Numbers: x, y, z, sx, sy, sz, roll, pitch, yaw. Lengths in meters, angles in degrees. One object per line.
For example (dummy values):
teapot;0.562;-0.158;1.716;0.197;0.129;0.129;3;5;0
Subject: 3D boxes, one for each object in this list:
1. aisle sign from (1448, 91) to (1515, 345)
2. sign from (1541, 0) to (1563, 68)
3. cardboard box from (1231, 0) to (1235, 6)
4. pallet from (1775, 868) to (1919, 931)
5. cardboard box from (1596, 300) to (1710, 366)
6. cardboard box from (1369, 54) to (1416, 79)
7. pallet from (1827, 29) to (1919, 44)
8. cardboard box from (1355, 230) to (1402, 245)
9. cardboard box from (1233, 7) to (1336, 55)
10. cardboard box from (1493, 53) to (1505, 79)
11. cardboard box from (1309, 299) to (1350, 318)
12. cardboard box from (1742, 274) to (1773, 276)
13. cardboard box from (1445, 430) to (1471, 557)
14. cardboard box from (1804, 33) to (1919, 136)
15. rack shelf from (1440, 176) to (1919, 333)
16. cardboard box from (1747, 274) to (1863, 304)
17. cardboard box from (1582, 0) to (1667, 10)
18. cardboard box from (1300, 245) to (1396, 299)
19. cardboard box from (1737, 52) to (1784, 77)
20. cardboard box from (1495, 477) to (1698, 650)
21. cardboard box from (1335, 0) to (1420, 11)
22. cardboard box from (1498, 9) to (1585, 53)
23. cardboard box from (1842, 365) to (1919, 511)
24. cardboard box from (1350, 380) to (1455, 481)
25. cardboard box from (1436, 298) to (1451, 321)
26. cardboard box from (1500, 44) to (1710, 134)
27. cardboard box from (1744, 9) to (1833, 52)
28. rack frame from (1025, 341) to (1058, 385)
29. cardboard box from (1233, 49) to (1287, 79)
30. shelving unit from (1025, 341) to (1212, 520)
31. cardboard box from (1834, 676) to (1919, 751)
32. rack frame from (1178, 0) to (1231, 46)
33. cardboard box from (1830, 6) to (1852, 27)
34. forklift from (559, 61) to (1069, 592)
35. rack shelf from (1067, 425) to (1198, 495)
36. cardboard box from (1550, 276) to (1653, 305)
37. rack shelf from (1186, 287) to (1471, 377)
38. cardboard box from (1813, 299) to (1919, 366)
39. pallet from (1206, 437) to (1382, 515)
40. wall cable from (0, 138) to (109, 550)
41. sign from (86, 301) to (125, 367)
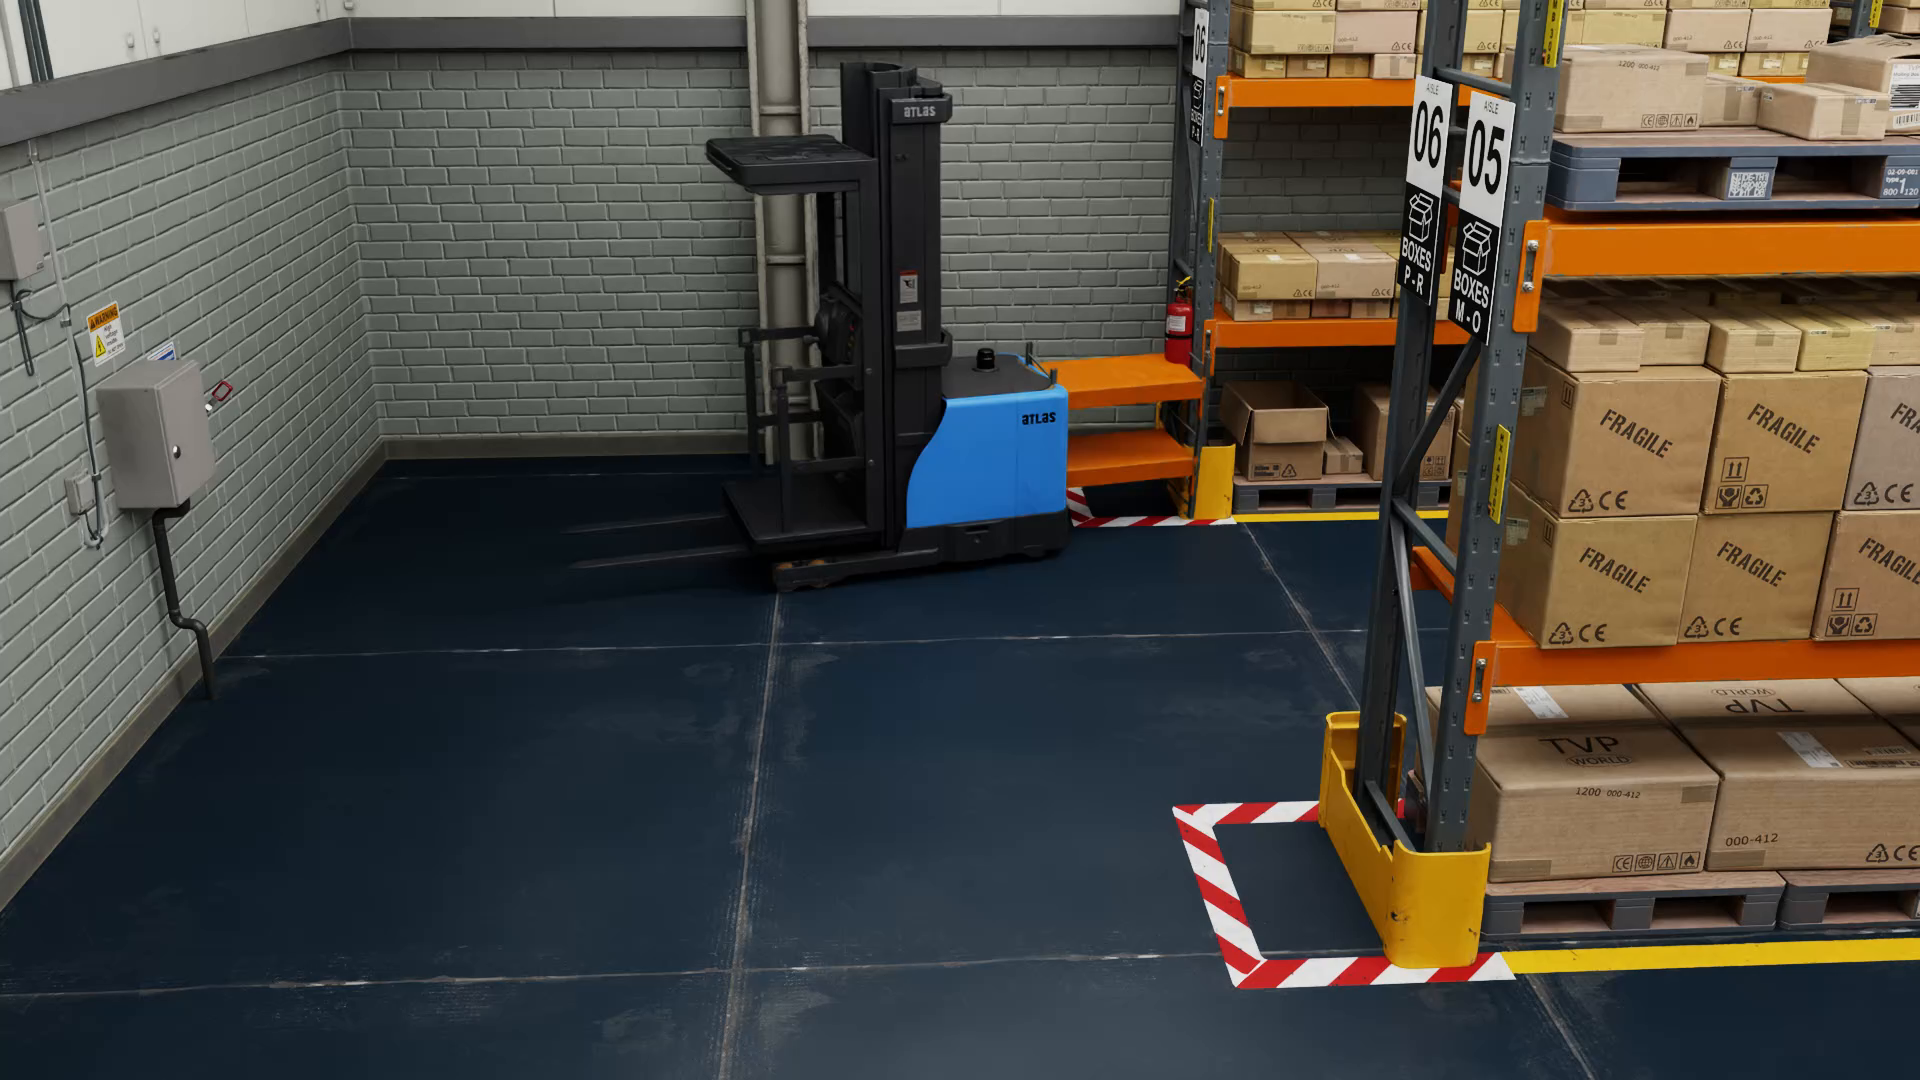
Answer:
aisle sign;1.754;-1.090;5.614;0.004;0.787;0.394;-1;21;-3
sign;1.835;-1.629;5.129;0.005;0.325;0.100;-1;21;-3
cardboard box;1.950;-3.555;10.617;0.500;0.250;0.500;-2;21;-5
pallet;3.818;1.256;7.025;1.213;0.211;1.003;-1;21;-3
cardboard box;2.437;-0.736;5.880;0.250;0.149;0.380;-1;21;-2
cardboard box;2.626;-2.933;10.246;0.250;0.149;0.380;-1;21;-2
pallet;6.171;-3.126;10.664;1.003;0.211;1.213;-1;21;-3
cardboard box;2.976;-1.933;11.276;0.500;0.250;0.500;-1;21;-1
cardboard box;1.981;-3.125;10.190;0.500;0.250;0.500;-1;21;-4
cardboard box;3.390;-2.947;10.284;0.250;0.149;0.380;-1;21;-3
cardboard box;2.378;-1.573;10.891;0.250;0.149;0.380;-1;21;-4
cardboard box;5.021;-1.796;10.914;0.500;0.250;0.500;-1;21;-2
cardboard box;2.276;-0.130;6.605;0.500;0.500;0.500;-1;21;-3
cardboard box;3.306;-1.595;5.773;0.500;0.311;0.500;-1;21;-2
rack shelf;3.806;-1.085;6.051;4.000;0.370;1.077;-1;21;-3
cardboard box;3.180;-0.894;6.297;0.250;0.149;0.380;-1;21;-4
cardboard box;4.013;-3.411;10.240;0.500;0.250;0.500;-1;21;-2
cardboard box;2.494;-1.735;10.755;0.500;0.250;0.500;-1;21;-2
cardboard box;4.929;-2.992;10.401;0.250;0.149;0.380;-1;21;-3
cardboard box;2.305;0.066;6.090;0.500;0.500;0.500;-1;21;-3
cardboard box;2.488;-3.370;10.132;0.500;0.250;0.500;-1;21;-3
cardboard box;3.514;-3.167;10.301;0.500;0.250;0.500;-1;21;-4
cardboard box;3.334;-0.428;5.983;0.500;0.500;0.500;-1;21;-3
cardboard box;2.994;-0.753;11.305;0.500;0.500;0.700;0;21;-1
cardboard box;3.155;-1.543;10.810;0.250;0.149;0.380;-2;21;-5
cardboard box;2.253;-1.595;5.859;0.500;0.250;0.500;-3;21;-8
cardboard box;5.048;-3.196;10.376;0.500;0.250;0.500;-1;21;-3
rack frame;0.486;-0.640;10.523;0.032;1.125;0.500;-6;29;-16
cardboard box;1.854;-2.951;10.293;0.250;0.149;0.380;-1;21;-2
shelving unit;0.972;-0.693;10.661;1.048;1.125;0.538;-6;29;-16
cardboard box;4.276;0.934;6.963;0.875;0.438;0.875;-2;21;-5
rack frame;1.522;-4.546;9.914;0.127;3.000;1.000;-1;21;-3
cardboard box;5.814;-3.382;10.694;0.250;0.149;0.380;-1;21;-3
forklift;-0.905;-1.273;9.846;3.031;2.935;1.130;-6;22;-16
rack shelf;0.964;-0.476;10.773;1.000;0.278;0.538;-6;29;-16
cardboard box;2.408;-0.888;6.281;0.250;0.149;0.380;-1;21;-2
rack shelf;3.519;-1.447;11.216;4.000;0.370;1.077;-1;21;-3
cardboard box;3.224;-0.736;5.881;0.250;0.149;0.380;-1;21;-3
pallet;2.394;-0.457;11.525;1.213;0.211;1.003;-1;21;-3
wall cable;-3.912;-0.835;7.170;0.122;1.984;0.588;-1;21;-3
sign;-3.997;-0.968;7.786;0.001;0.242;0.339;-1;21;-3
